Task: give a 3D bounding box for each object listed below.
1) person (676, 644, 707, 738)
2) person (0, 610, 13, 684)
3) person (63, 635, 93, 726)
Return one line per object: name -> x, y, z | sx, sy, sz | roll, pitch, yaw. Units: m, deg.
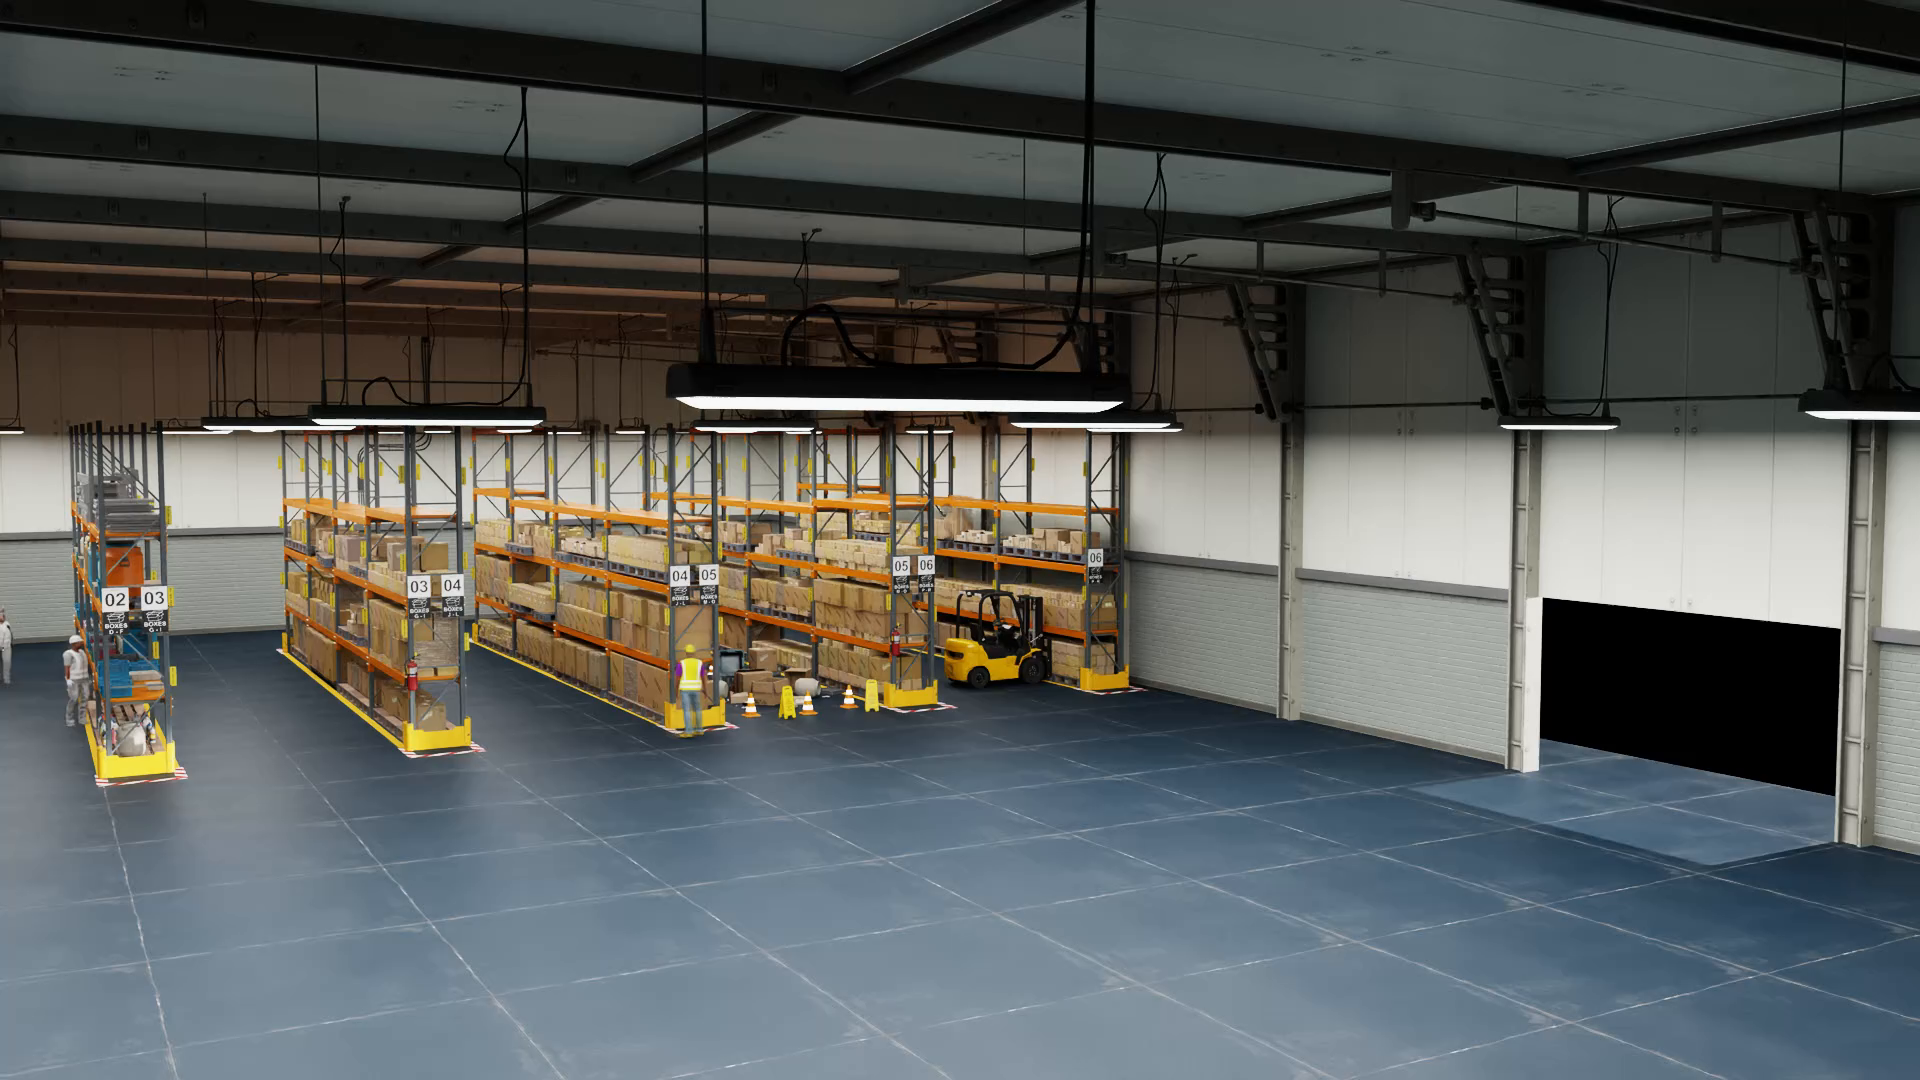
person -> -5.146, 2.868, 31.787 | 0.605, 1.776, 0.531 | -1, 4, -19
person -> -22.248, 2.479, 38.569 | 0.506, 1.707, 1.048 | -2, 4, -29
person -> -17.606, 2.824, 33.208 | 0.439, 1.857, 0.626 | 1, 4, 21
